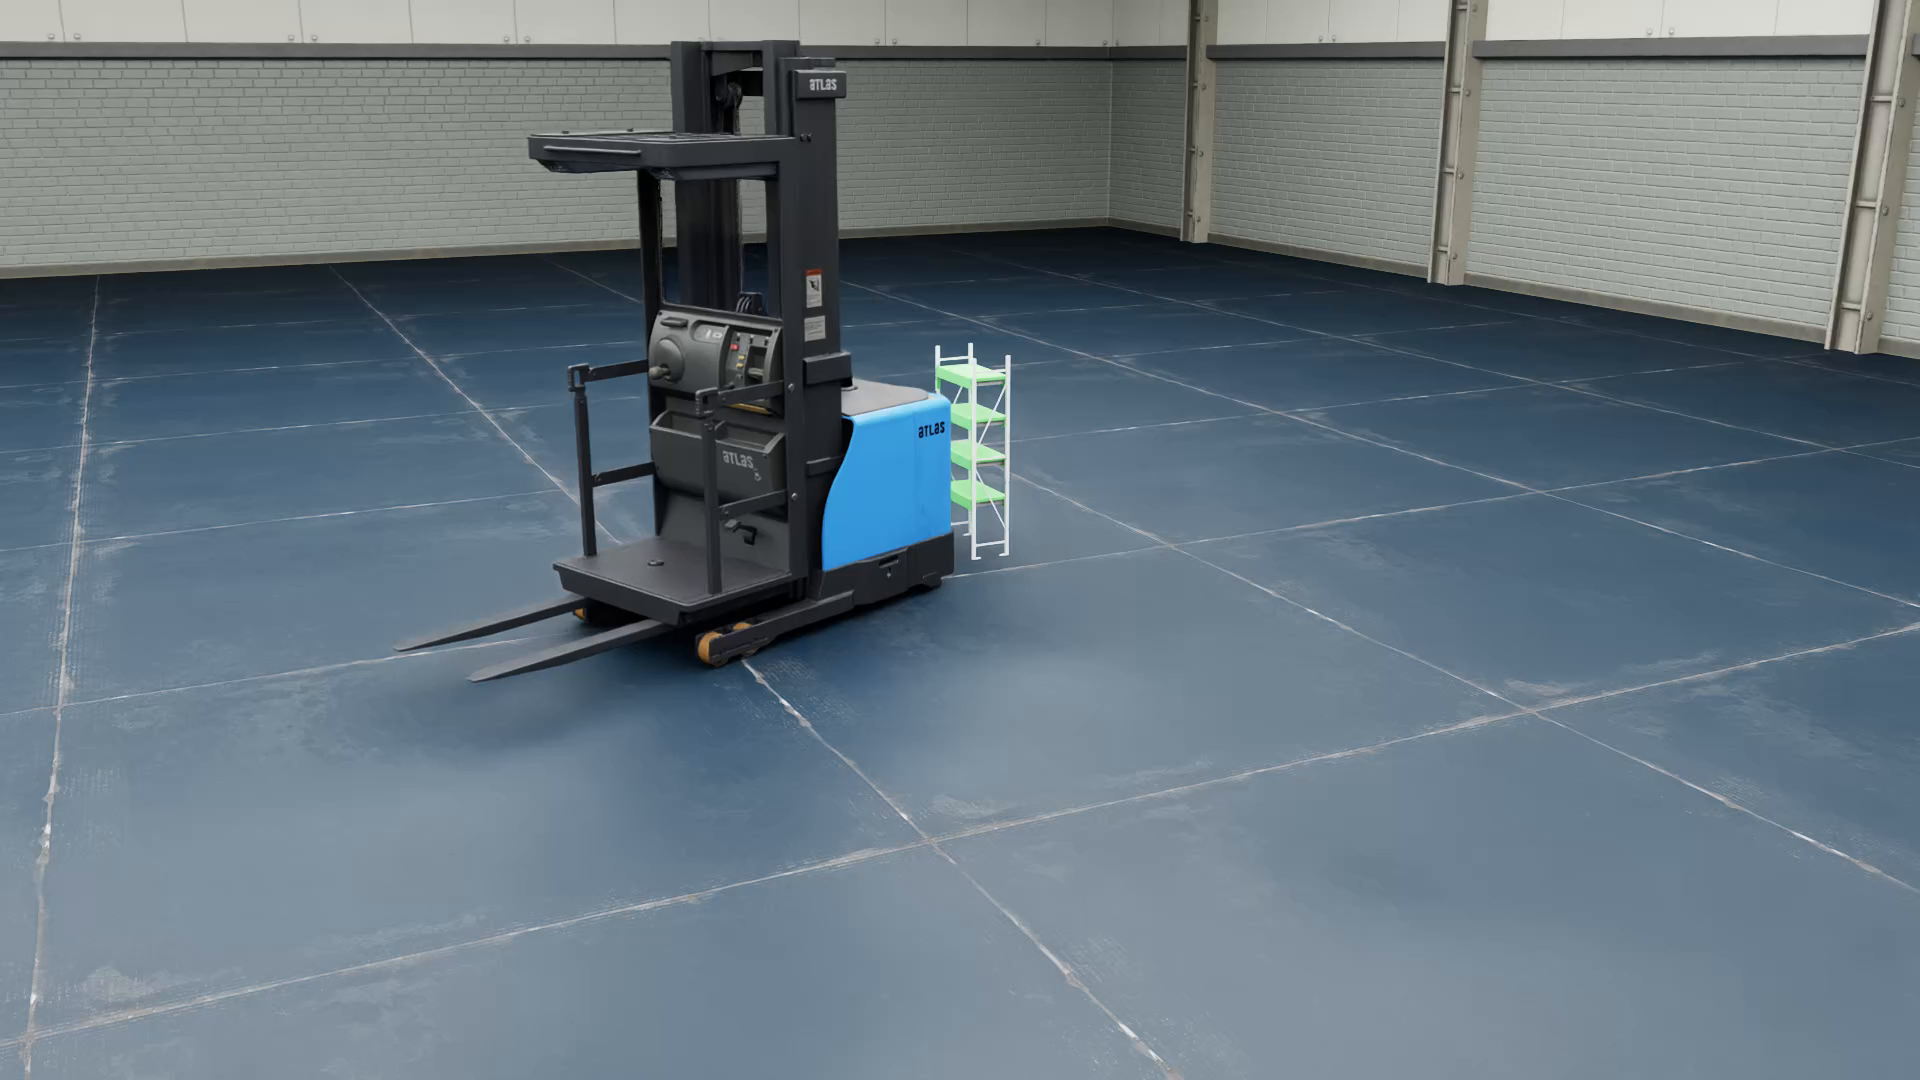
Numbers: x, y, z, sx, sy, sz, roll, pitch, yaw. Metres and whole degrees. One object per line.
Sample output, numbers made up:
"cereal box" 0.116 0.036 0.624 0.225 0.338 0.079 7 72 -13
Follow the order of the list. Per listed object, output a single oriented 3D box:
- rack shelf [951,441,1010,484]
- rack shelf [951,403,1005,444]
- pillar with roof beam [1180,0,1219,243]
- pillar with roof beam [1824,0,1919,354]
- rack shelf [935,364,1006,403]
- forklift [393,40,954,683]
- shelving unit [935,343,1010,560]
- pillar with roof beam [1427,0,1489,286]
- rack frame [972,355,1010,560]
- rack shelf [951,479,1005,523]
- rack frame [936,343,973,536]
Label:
"rack shelf" 0.073 -0.474 9.960 0.258 0.148 0.480 -8 18 -25
"rack shelf" 0.073 -0.705 9.894 0.258 0.148 0.480 -8 18 -25
"pillar with roof beam" -0.010 -8.721 24.326 9.100 9.000 0.400 -8 18 -25
"pillar with roof beam" 5.247 -5.745 13.957 9.100 9.000 0.400 -8 18 -25
"rack shelf" 0.072 -0.936 9.827 0.258 0.148 0.480 -8 18 -25
"forklift" -1.382 -0.950 8.246 1.130 2.935 3.031 14 21 39
"shelving unit" 0.073 -0.536 9.942 0.258 1.200 0.503 -8 18 -25
"pillar with roof beam" 2.618 -7.233 19.141 9.100 9.000 0.400 -8 18 -25
"rack frame" 0.179 -0.475 9.731 0.240 1.200 0.015 -8 18 -25
"rack shelf" 0.073 -0.244 10.026 0.258 0.148 0.480 -8 18 -25
"rack frame" -0.034 -0.596 10.153 0.240 1.200 0.015 -8 18 -25
